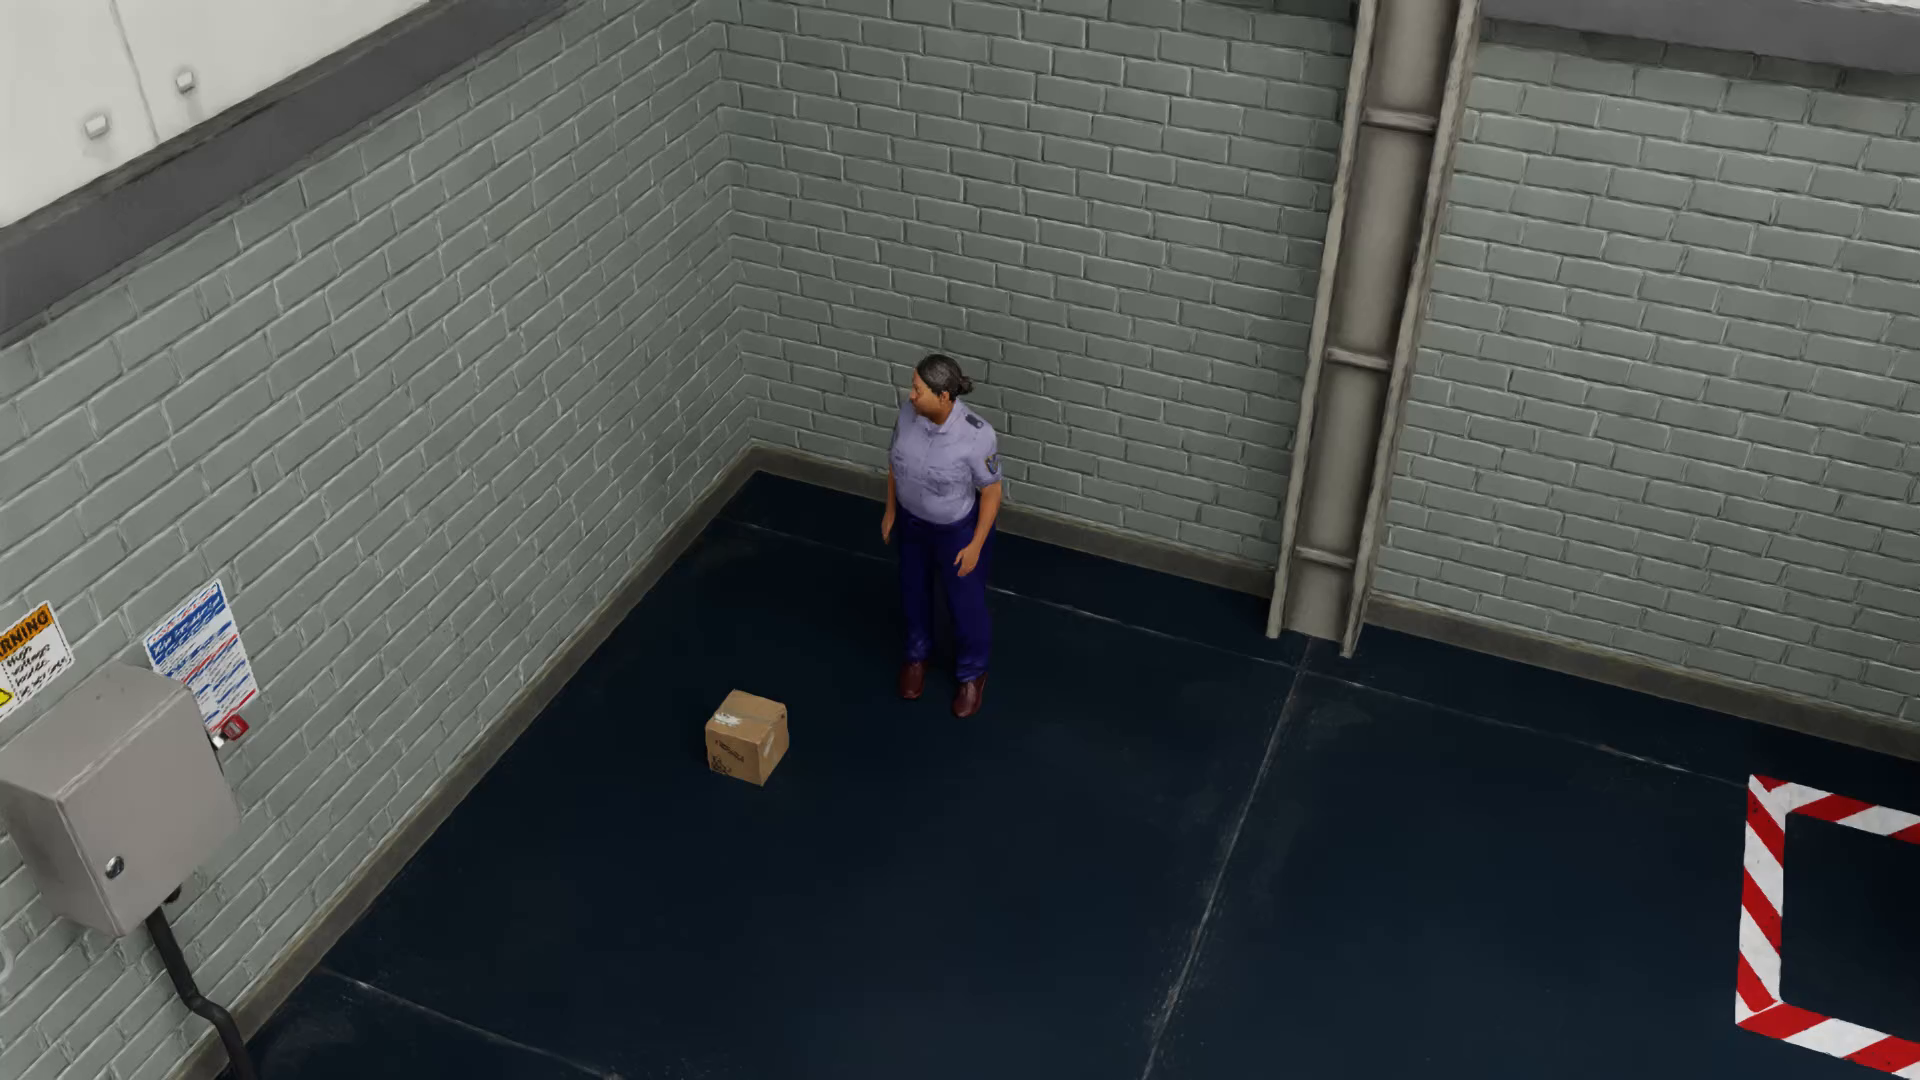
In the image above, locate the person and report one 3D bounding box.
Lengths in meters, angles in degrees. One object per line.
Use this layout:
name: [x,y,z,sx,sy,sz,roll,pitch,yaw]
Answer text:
person: [-0.085,-0.017,6.862,0.529,1.673,0.399,24,44,28]
